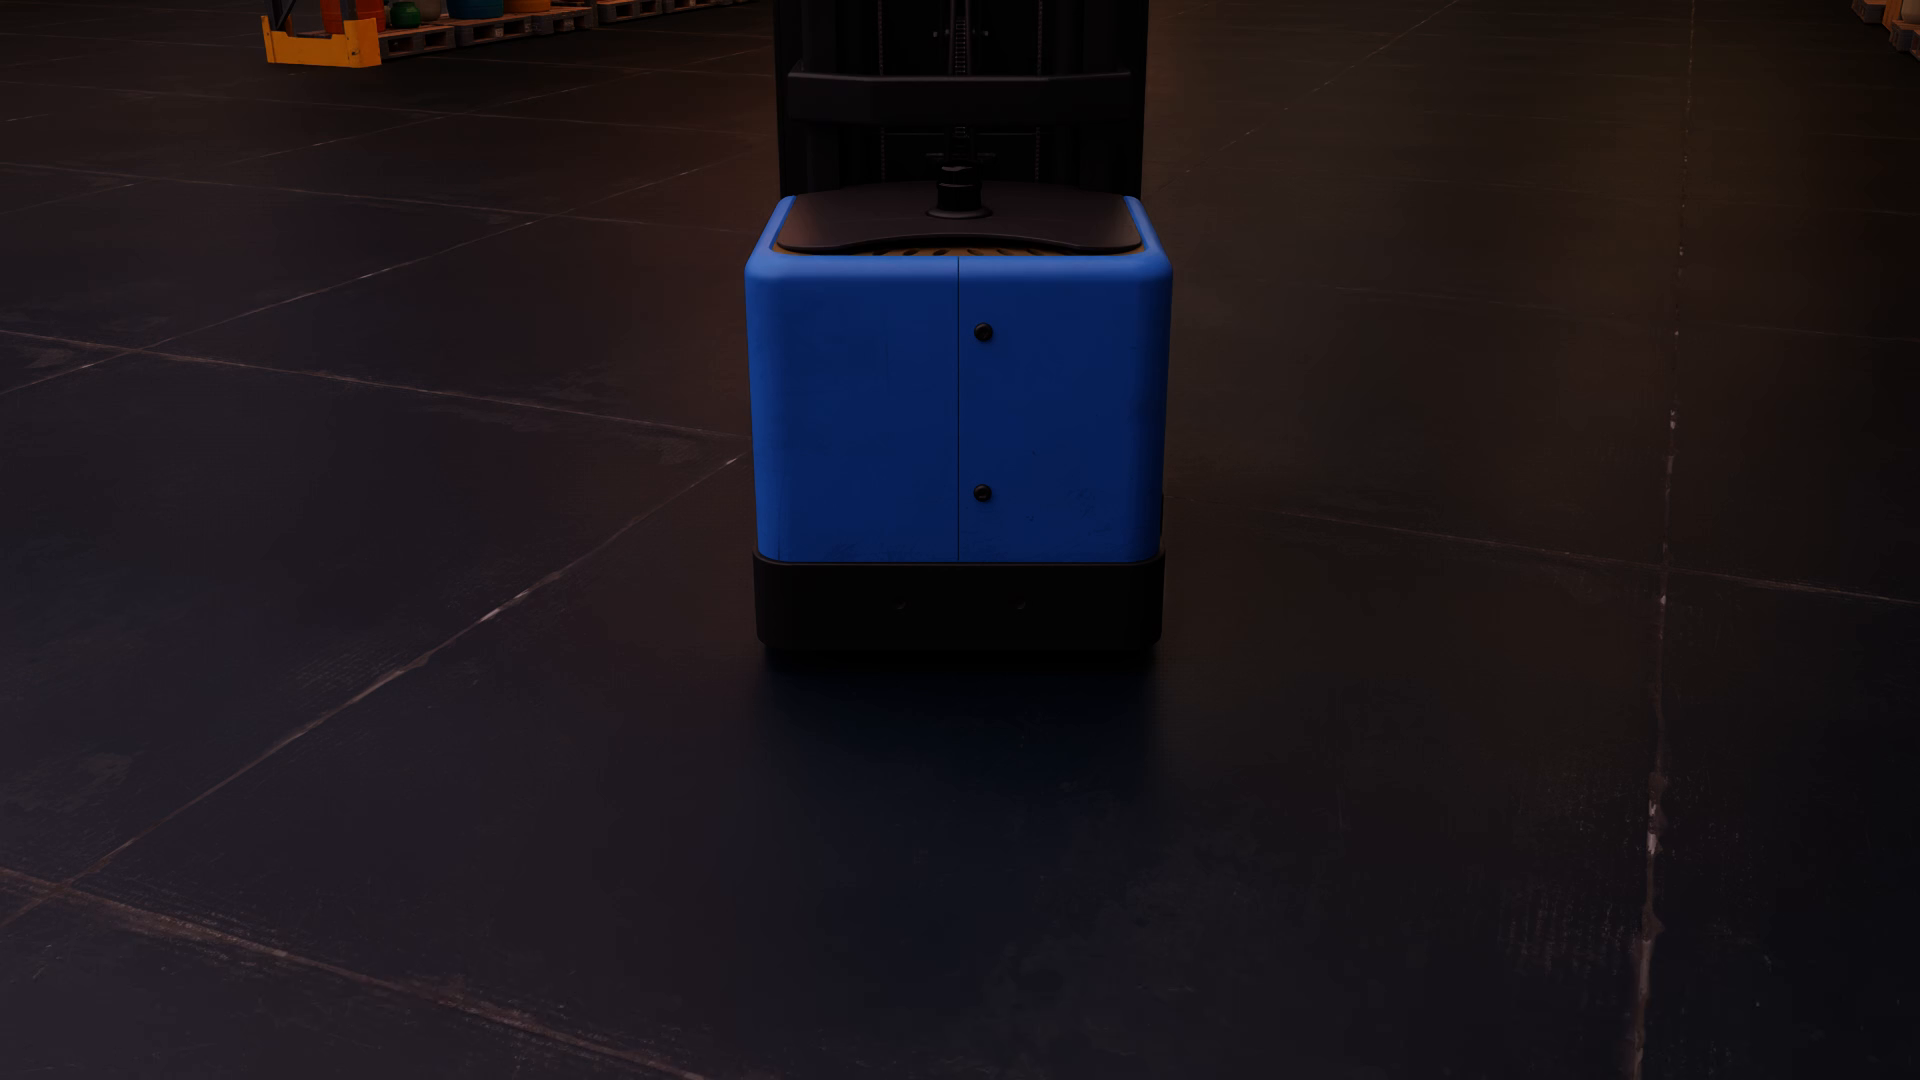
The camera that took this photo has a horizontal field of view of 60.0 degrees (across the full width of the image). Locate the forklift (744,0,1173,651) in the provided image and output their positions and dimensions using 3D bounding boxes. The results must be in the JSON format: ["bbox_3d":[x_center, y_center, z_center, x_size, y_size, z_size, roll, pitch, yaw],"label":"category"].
[{"bbox_3d":[0.002,-1.587,5.089,1.130,2.935,3.031,0,23,0],"label":"forklift"}]
